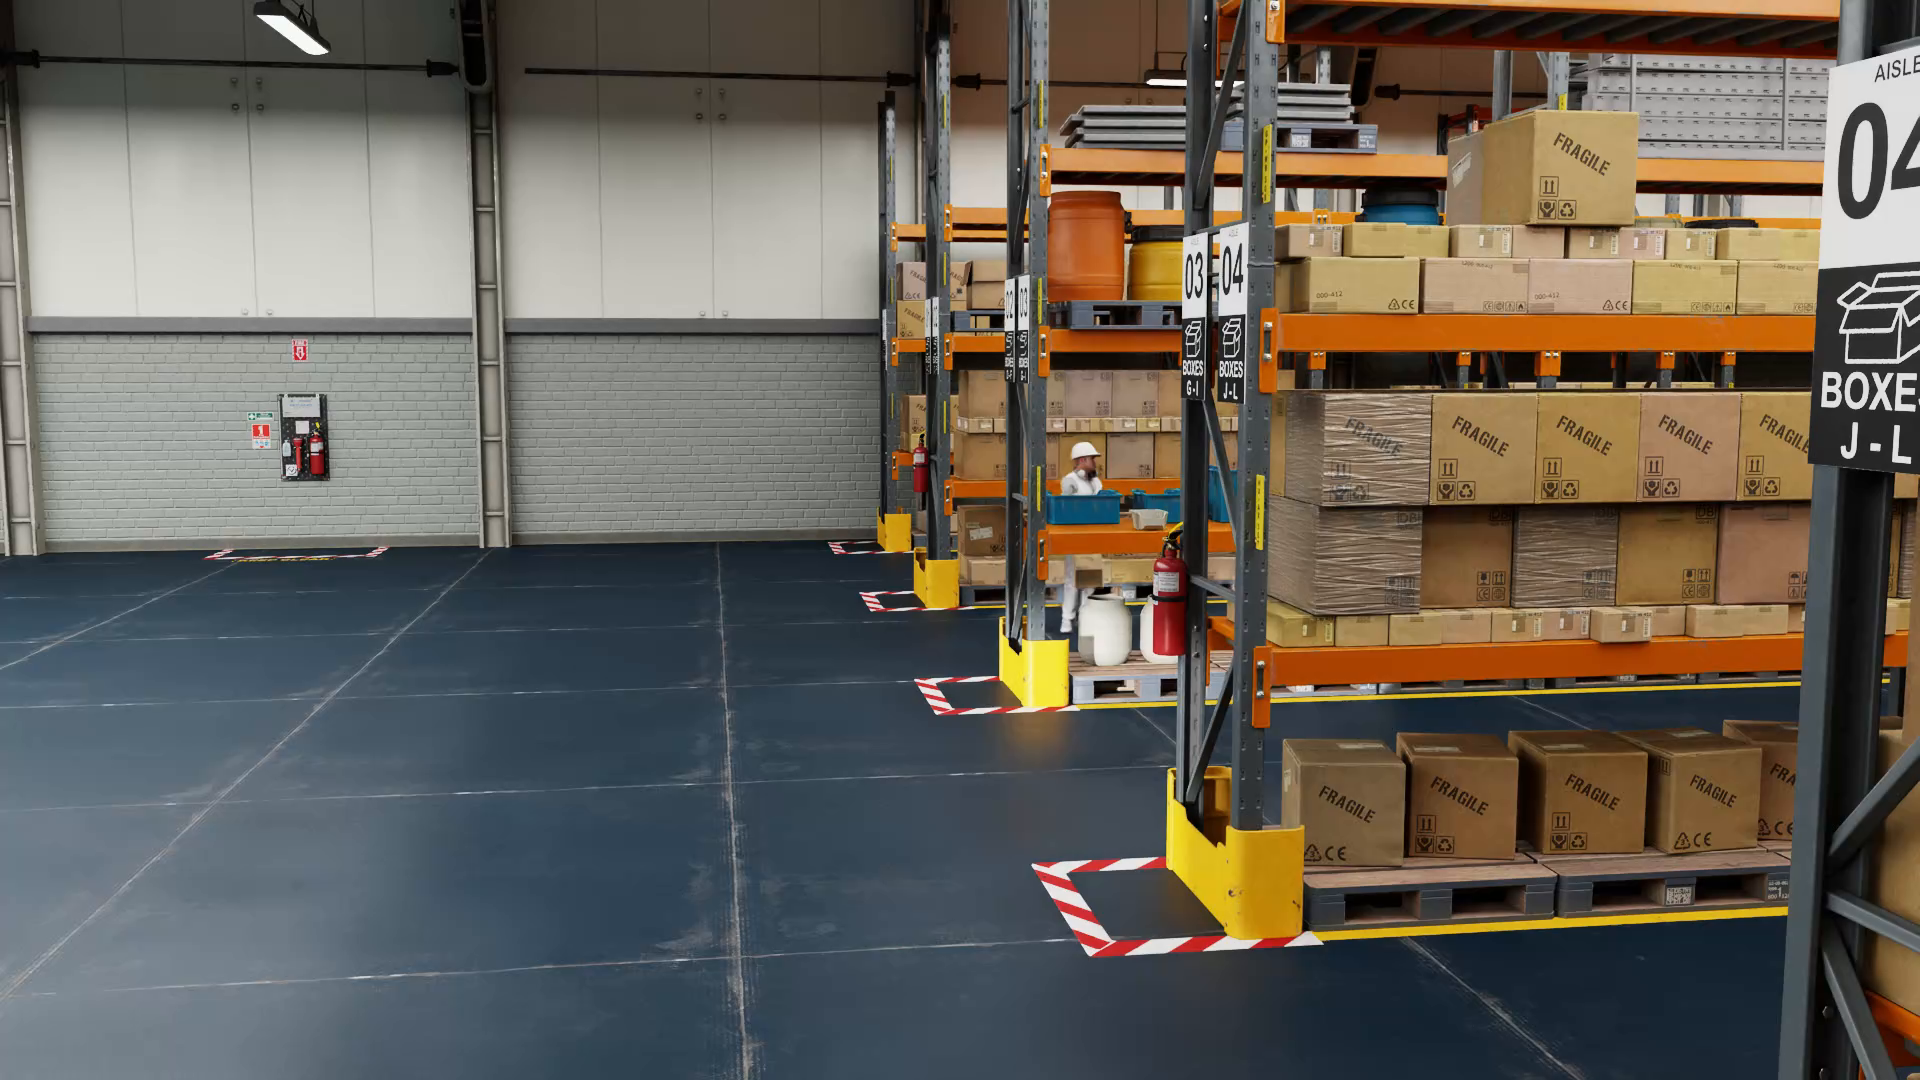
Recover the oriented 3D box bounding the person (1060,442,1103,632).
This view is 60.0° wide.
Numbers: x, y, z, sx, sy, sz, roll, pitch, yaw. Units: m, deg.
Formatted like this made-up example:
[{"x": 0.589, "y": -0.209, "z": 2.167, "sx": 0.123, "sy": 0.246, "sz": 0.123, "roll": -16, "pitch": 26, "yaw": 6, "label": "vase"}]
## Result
[{"x": 1.177, "y": -0.036, "z": 15.803, "sx": 0.612, "sy": 1.777, "sz": 0.419, "roll": -6, "pitch": 8, "yaw": -40, "label": "person"}]
